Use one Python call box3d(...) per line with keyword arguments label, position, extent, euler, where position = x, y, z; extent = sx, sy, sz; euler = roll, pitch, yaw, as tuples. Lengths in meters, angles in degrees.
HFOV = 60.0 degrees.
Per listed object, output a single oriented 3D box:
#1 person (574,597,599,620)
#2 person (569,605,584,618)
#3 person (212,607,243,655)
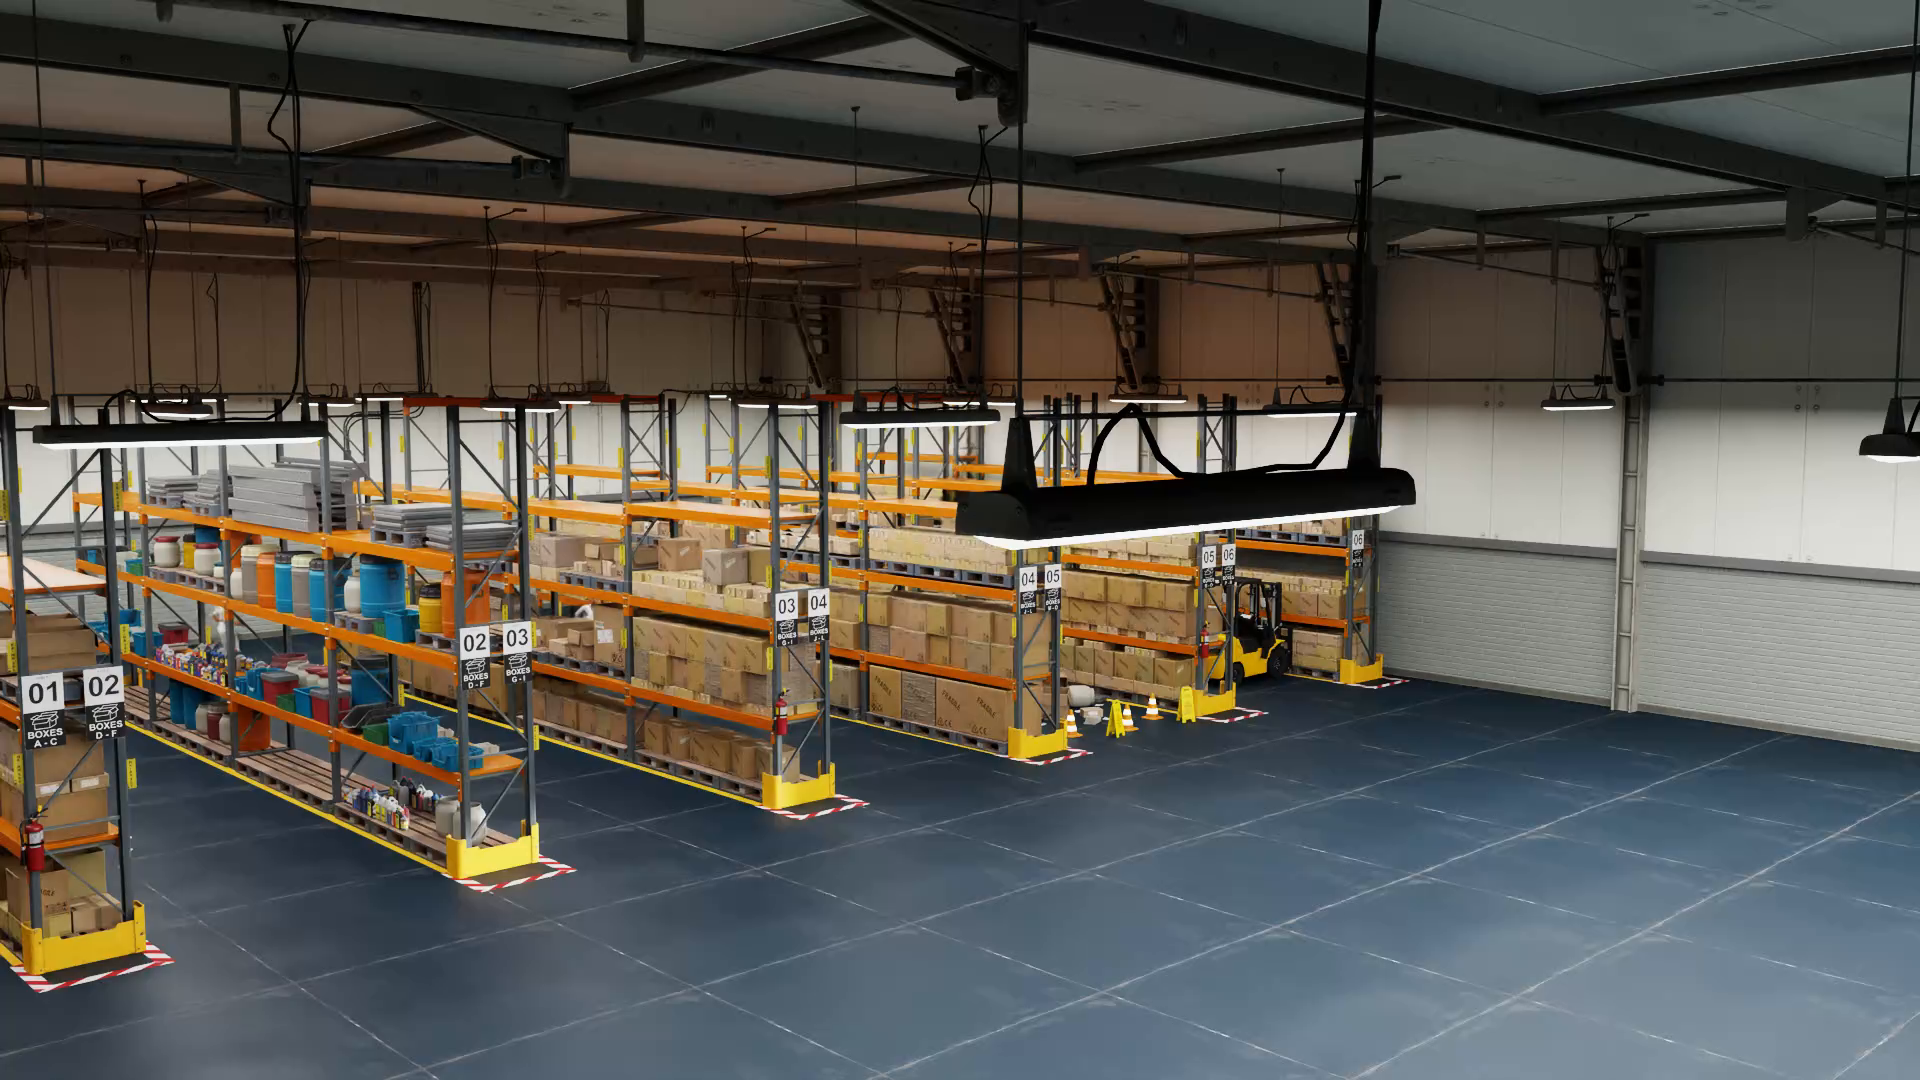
box3d(label="person", position=(-7.875, 2.008, 35.669), extent=(0.799, 1.837, 0.642), euler=(5, 7, 40))
box3d(label="person", position=(-9.342, 1.515, 40.911), extent=(0.968, 1.803, 0.729), euler=(-1, 6, -7))
box3d(label="person", position=(-15.935, 2.023, 36.118), extent=(0.941, 1.674, 0.618), euler=(-3, 6, -32))
